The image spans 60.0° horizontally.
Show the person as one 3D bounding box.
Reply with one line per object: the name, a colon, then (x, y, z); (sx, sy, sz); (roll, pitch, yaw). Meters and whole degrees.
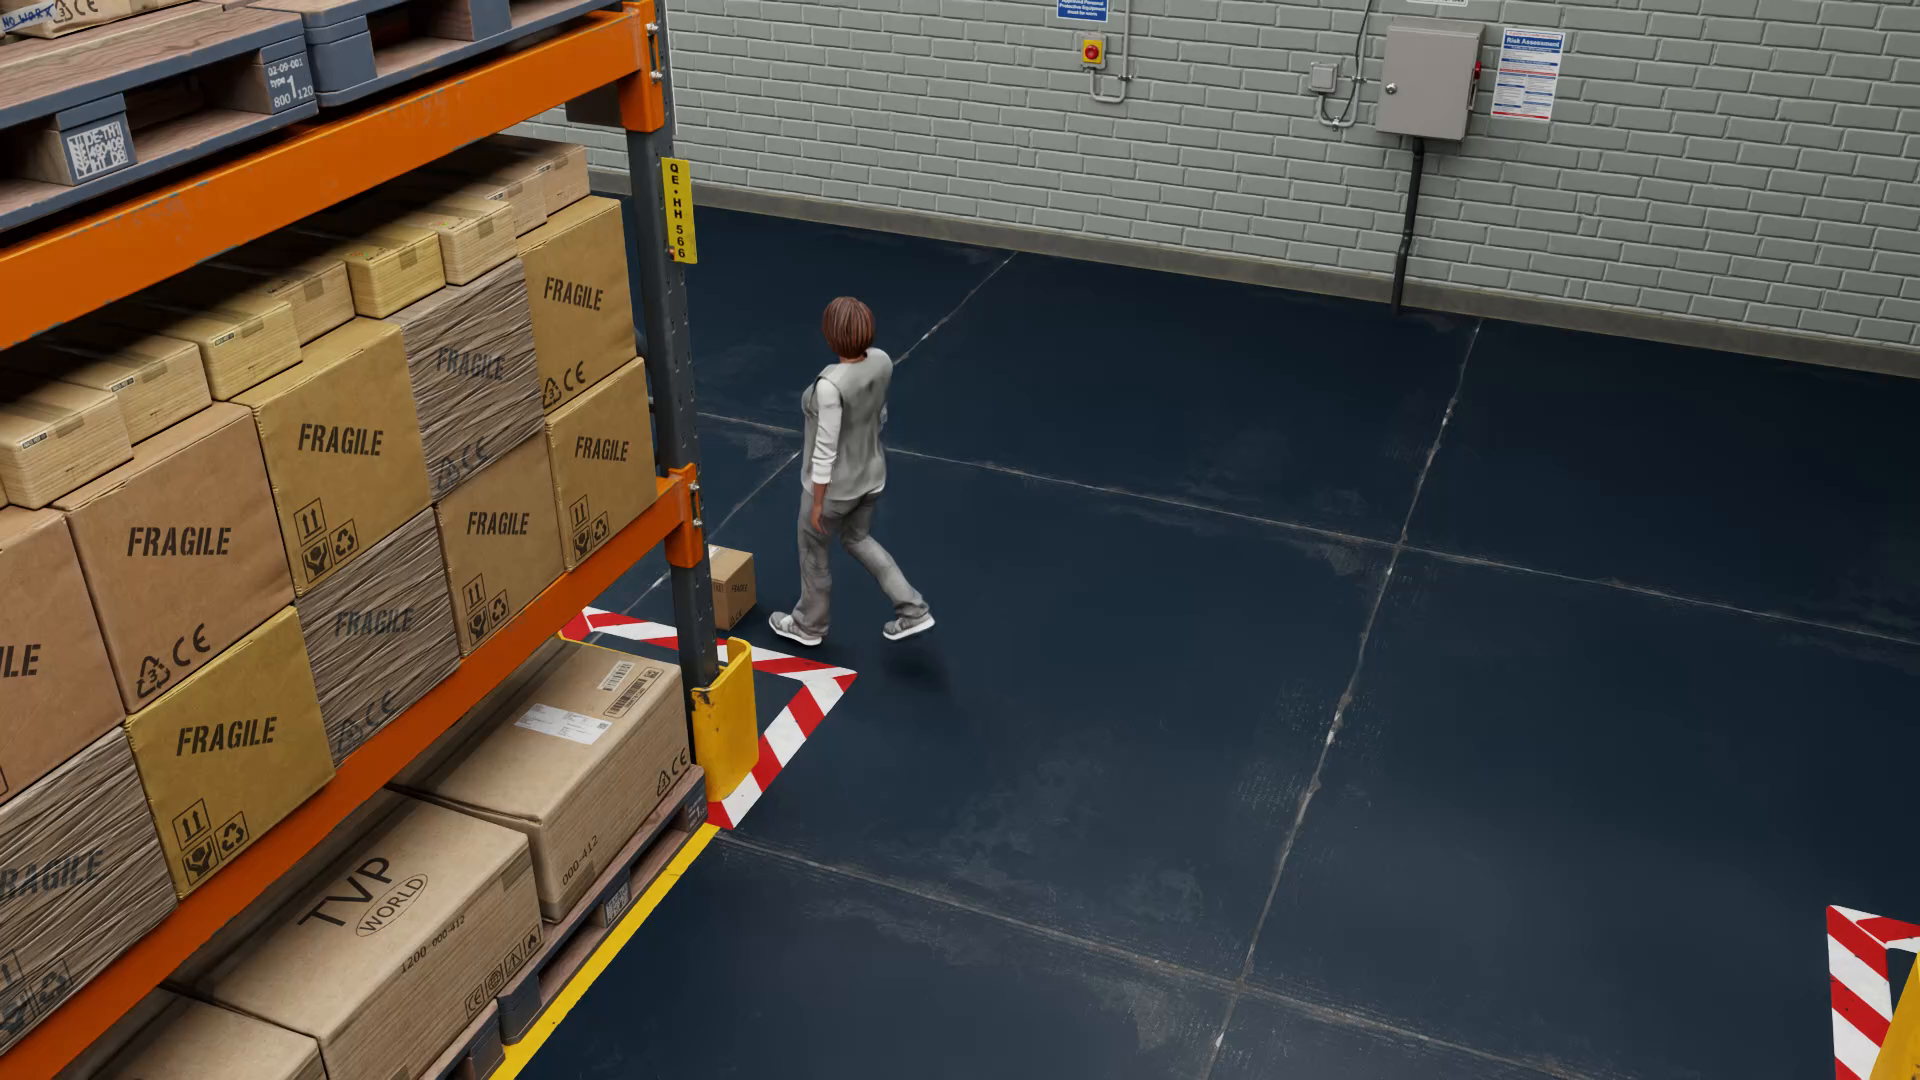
person: (-0.462, -0.239, 6.546); (0.742, 1.569, 0.424); (22, 37, 33)
